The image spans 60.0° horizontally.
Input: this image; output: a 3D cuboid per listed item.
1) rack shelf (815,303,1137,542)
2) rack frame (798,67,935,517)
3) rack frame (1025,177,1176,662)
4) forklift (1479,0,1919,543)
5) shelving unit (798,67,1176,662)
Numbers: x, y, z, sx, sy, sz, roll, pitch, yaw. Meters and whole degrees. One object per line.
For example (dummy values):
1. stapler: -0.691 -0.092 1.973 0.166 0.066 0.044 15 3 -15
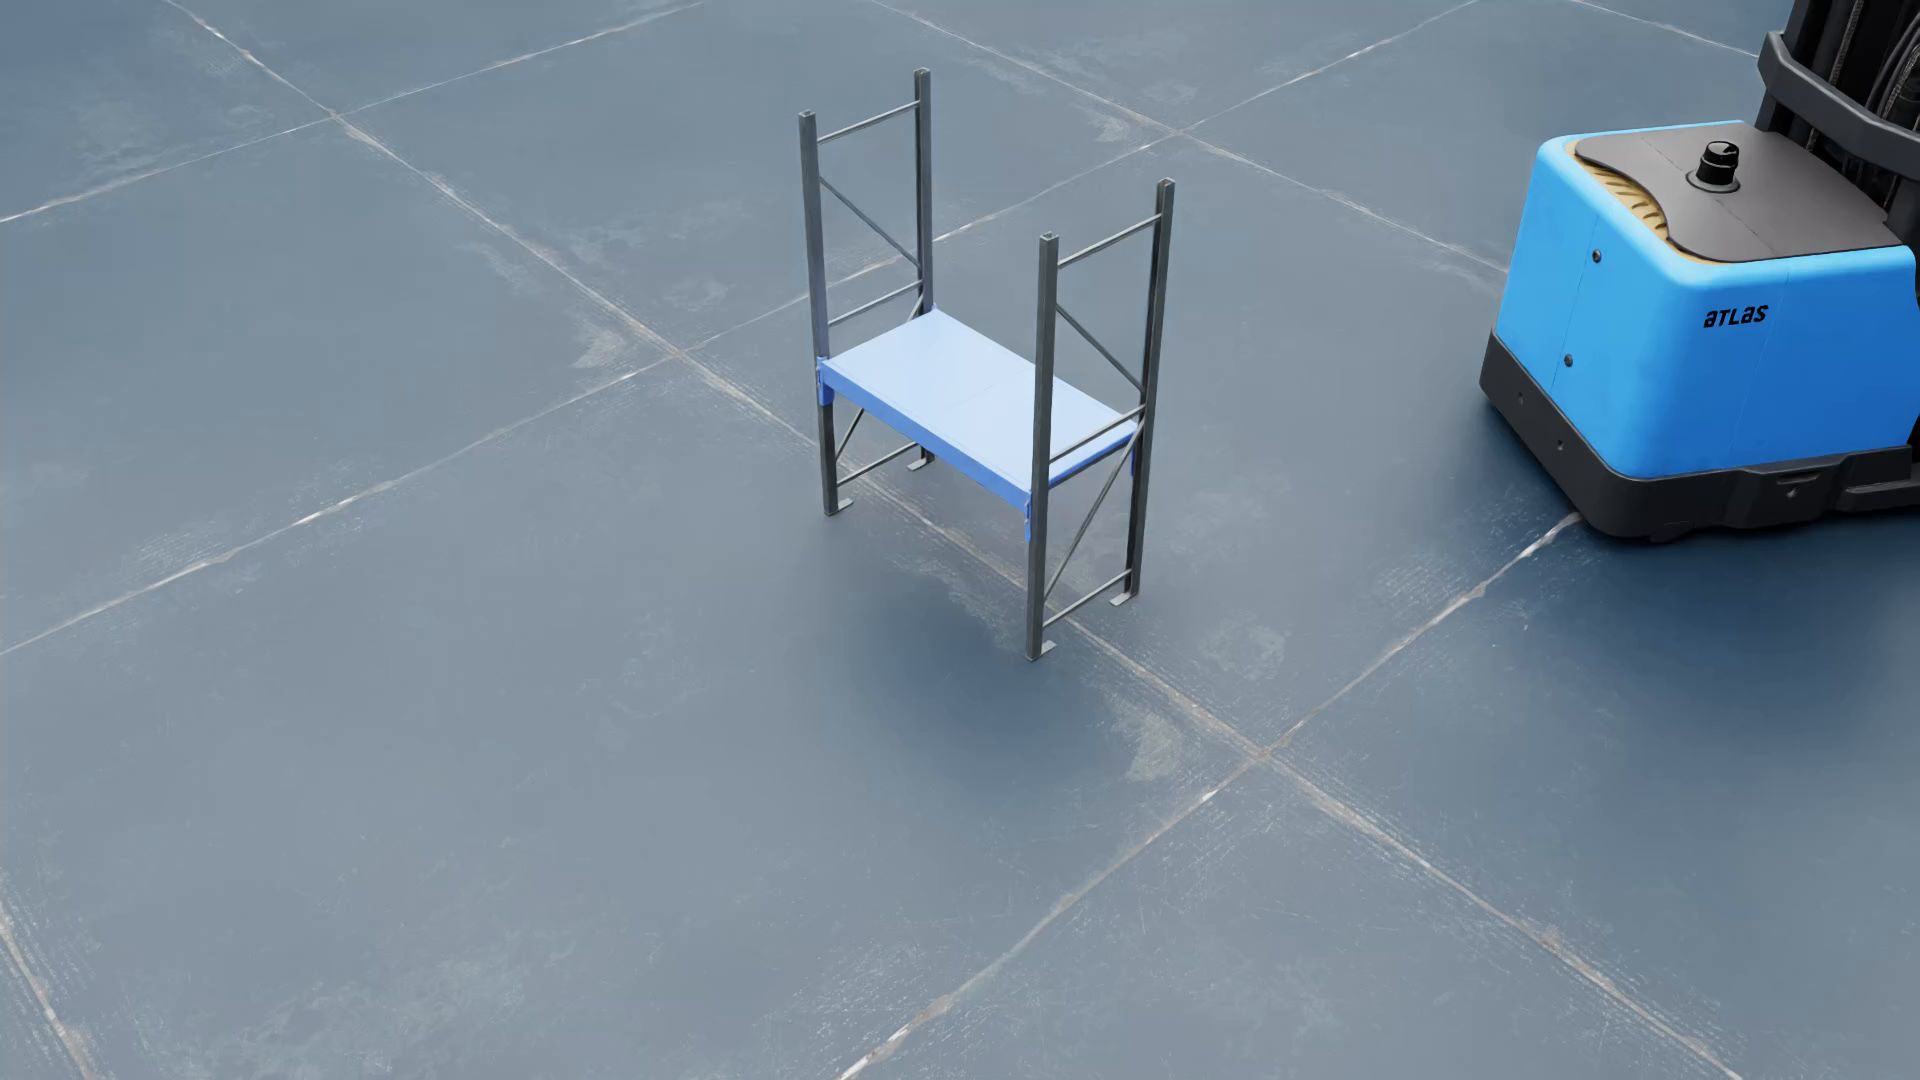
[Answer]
1. rack shelf: 0.058 -0.404 5.343 0.538 0.185 1.000 -30 48 -32
2. rack frame: -0.286 -0.779 5.521 0.500 1.500 0.032 -30 48 -32
3. rack frame: 0.402 -0.309 4.939 0.500 1.500 0.032 -30 48 -32
4. forklift: 3.559 -1.592 5.388 3.031 2.935 1.130 -7 39 -9
5. shelving unit: 0.058 -0.544 5.230 0.538 1.500 1.048 -30 48 -32
